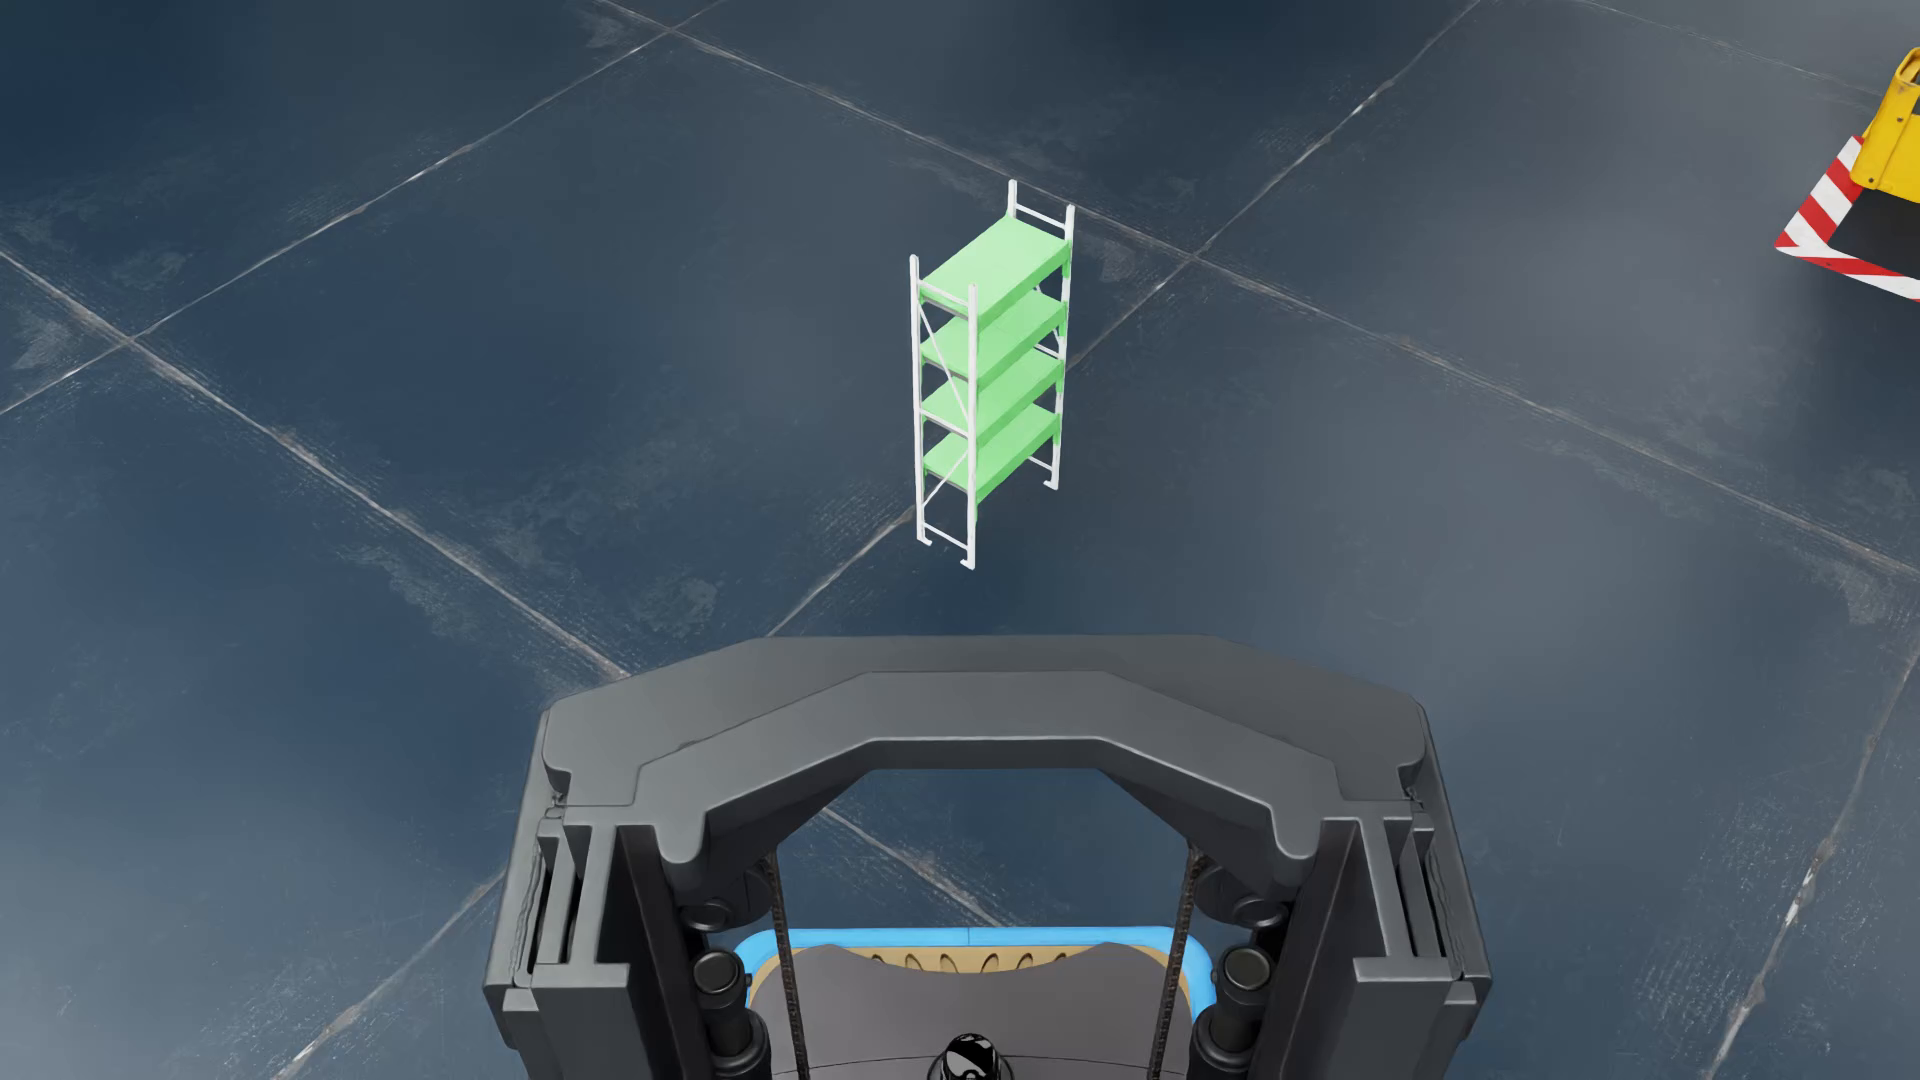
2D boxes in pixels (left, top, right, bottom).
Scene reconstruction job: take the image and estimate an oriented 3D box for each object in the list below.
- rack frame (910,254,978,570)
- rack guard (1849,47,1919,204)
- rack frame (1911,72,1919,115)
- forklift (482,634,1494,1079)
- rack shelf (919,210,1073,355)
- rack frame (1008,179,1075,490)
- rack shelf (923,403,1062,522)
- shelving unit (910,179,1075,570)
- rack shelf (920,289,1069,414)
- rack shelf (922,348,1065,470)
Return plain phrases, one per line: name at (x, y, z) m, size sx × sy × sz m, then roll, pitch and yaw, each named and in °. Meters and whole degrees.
rack frame at (-0.048, -0.370, 5.273) m, size 0.240 × 1.200 × 0.015 m, roll 29°, pitch 53°, yaw 25°
rack guard at (4.427, -1.582, 6.916) m, size 1.175 × 0.500 × 0.348 m, roll 29°, pitch 53°, yaw 25°
rack frame at (4.380, -2.402, 5.970) m, size 1.000 × 3.000 × 0.127 m, roll 29°, pitch 53°, yaw 25°
forklift at (0.029, 1.613, 2.182) m, size 1.130 × 2.935 × 3.031 m, roll 0°, pitch 46°, yaw 0°
rack shelf at (0.101, -0.797, 5.106) m, size 0.258 × 0.148 × 0.480 m, roll 29°, pitch 53°, yaw 25°
rack frame at (0.250, -0.649, 5.540) m, size 0.240 × 1.200 × 0.015 m, roll 29°, pitch 53°, yaw 25°
rack shelf at (0.101, -0.299, 5.626) m, size 0.258 × 0.148 × 0.480 m, roll 29°, pitch 53°, yaw 25°
shelving unit at (0.101, -0.509, 5.407) m, size 0.258 × 1.200 × 0.503 m, roll 29°, pitch 53°, yaw 25°
rack shelf at (0.101, -0.631, 5.279) m, size 0.258 × 0.148 × 0.480 m, roll 29°, pitch 53°, yaw 25°
rack shelf at (0.101, -0.465, 5.453) m, size 0.258 × 0.148 × 0.480 m, roll 29°, pitch 53°, yaw 25°
